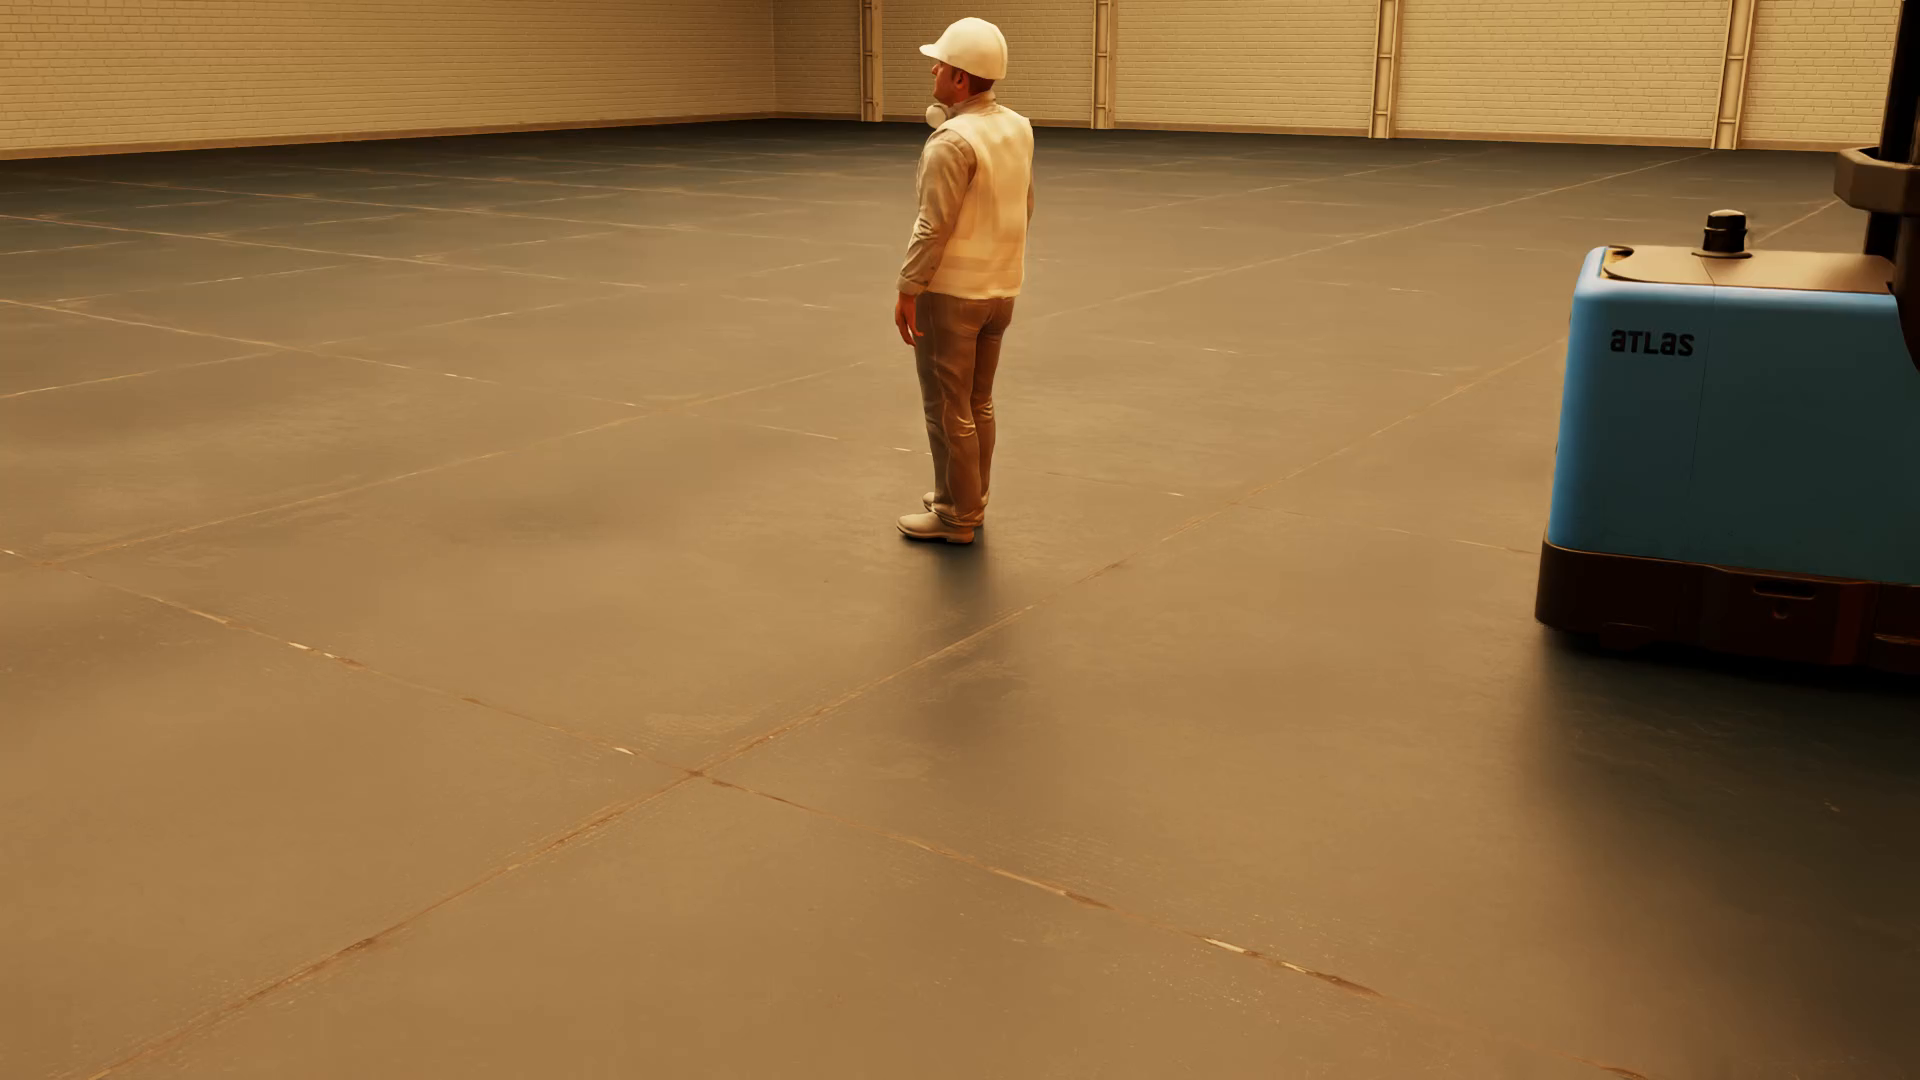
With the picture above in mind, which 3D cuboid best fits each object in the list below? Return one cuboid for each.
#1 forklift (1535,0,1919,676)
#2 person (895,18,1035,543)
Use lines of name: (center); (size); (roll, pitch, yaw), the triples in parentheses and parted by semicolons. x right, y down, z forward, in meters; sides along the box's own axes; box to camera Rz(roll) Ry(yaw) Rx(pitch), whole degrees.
forklift: (3.272, -1.060, 4.378); (3.031, 2.935, 1.130); (7, 18, 21)
person: (-0.048, -0.869, 5.732); (0.566, 1.775, 0.634); (11, 20, 33)
